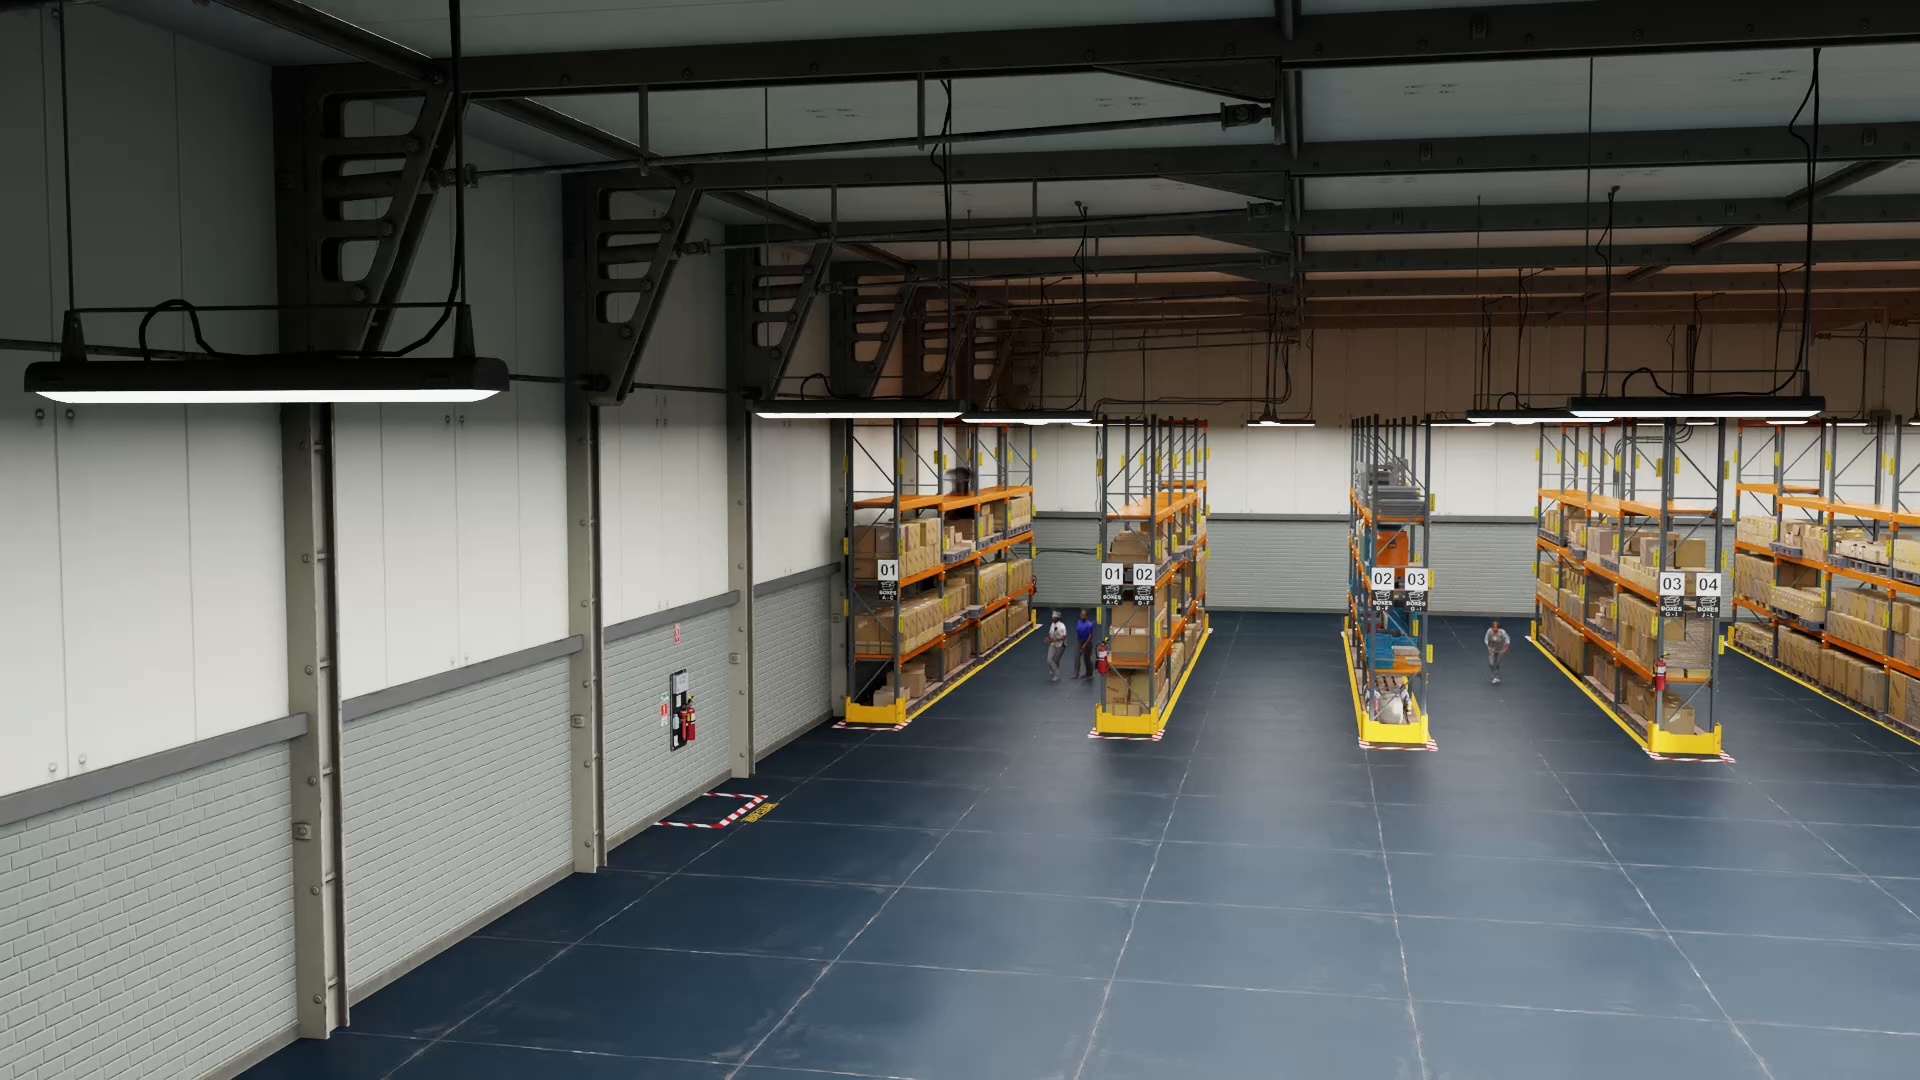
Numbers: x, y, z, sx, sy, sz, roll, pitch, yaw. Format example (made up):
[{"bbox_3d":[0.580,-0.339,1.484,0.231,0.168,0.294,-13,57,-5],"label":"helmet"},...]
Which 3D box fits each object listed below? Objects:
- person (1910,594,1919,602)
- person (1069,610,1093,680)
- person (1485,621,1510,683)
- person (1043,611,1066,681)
[{"bbox_3d":[26.184,1.786,45.218,0.997,1.777,0.680,0,4,-4],"label":"person"},{"bbox_3d":[2.802,2.385,37.913,0.473,1.601,0.902,3,5,36],"label":"person"},{"bbox_3d":[12.134,2.516,37.548,0.551,1.423,0.838,1,4,21],"label":"person"},{"bbox_3d":[2.211,2.415,38.046,0.694,1.633,0.594,3,5,39],"label":"person"}]
